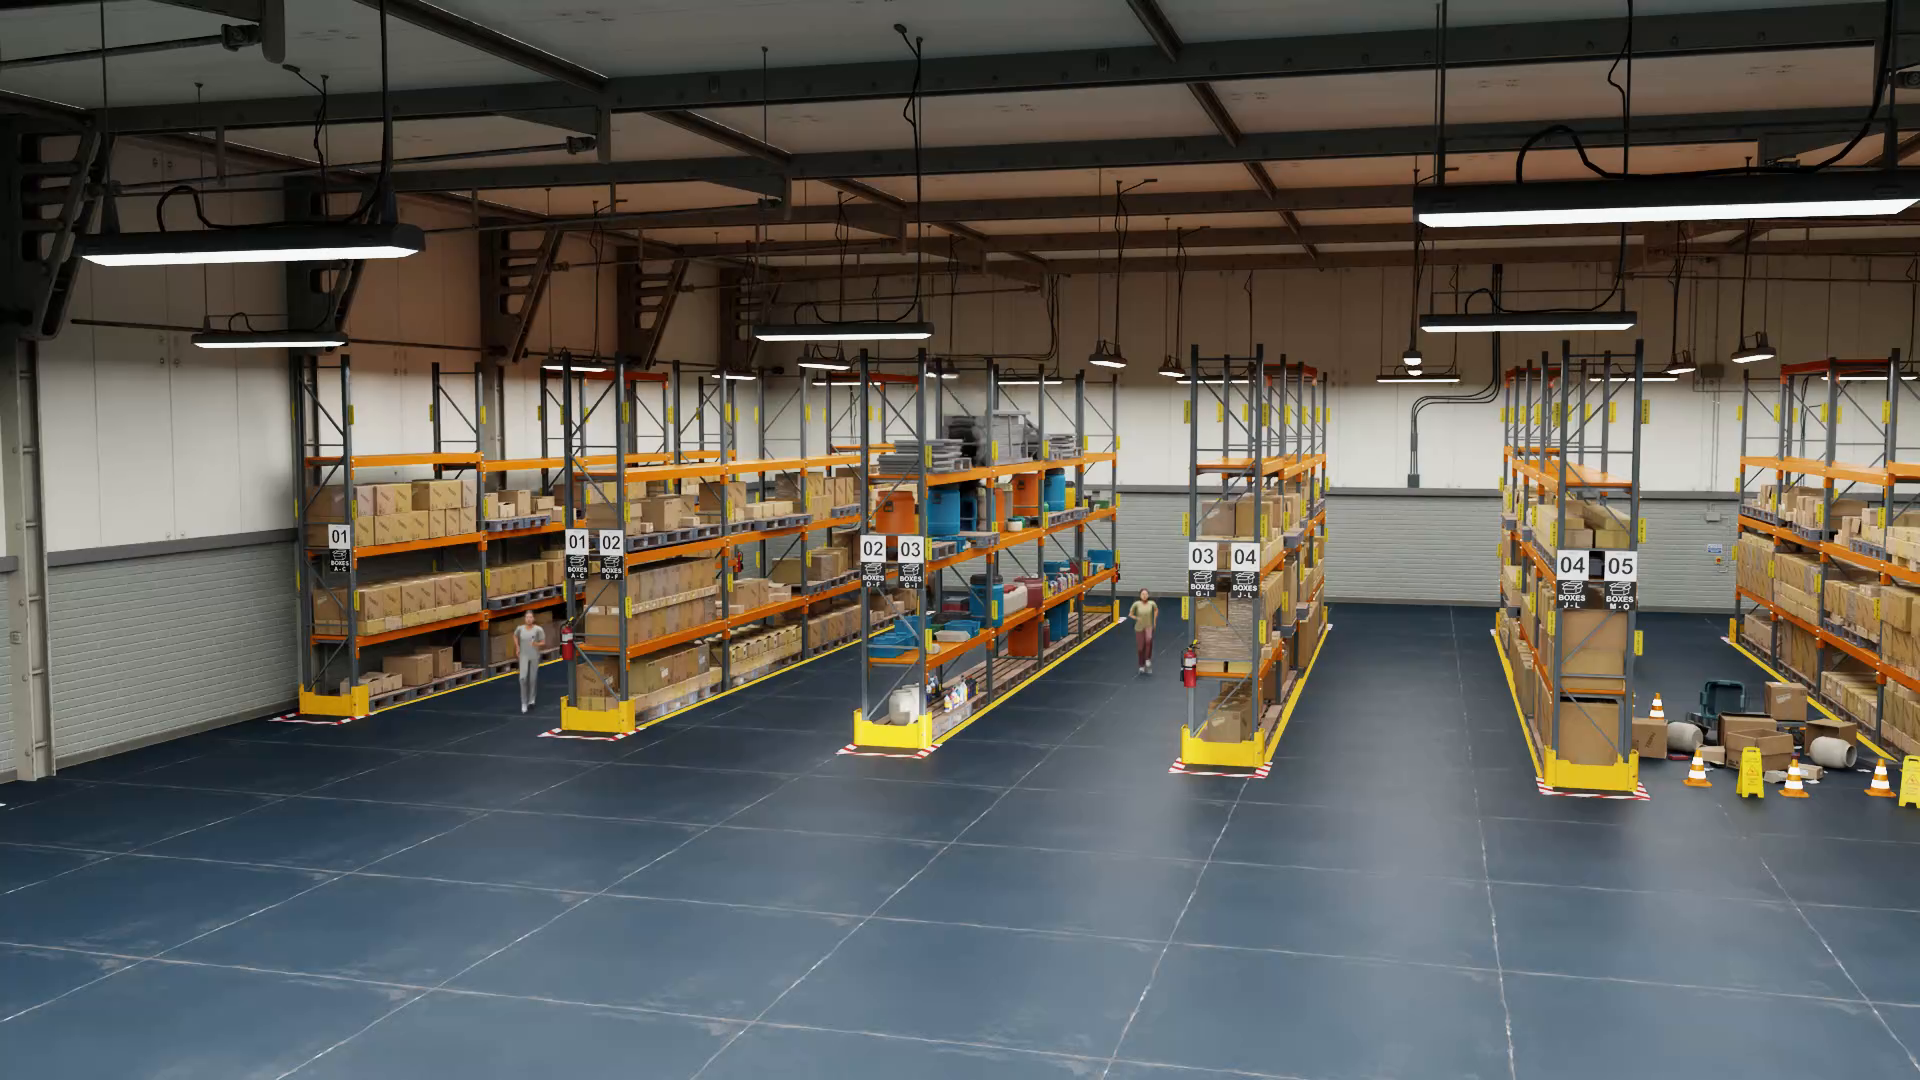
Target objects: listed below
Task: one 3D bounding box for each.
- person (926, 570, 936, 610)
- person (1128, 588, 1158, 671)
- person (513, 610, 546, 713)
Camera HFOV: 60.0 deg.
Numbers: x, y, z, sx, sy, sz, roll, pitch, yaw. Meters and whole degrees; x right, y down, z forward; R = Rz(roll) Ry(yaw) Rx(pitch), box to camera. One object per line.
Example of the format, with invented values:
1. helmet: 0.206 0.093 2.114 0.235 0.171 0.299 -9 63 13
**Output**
1. person: -0.841 0.939 42.827 0.689 1.725 0.747 3 5 33
2. person: 3.520 1.736 31.982 0.561 1.641 0.855 0 4 6
3. person: -7.317 2.049 28.295 0.550 1.729 0.780 -1 4 -12
